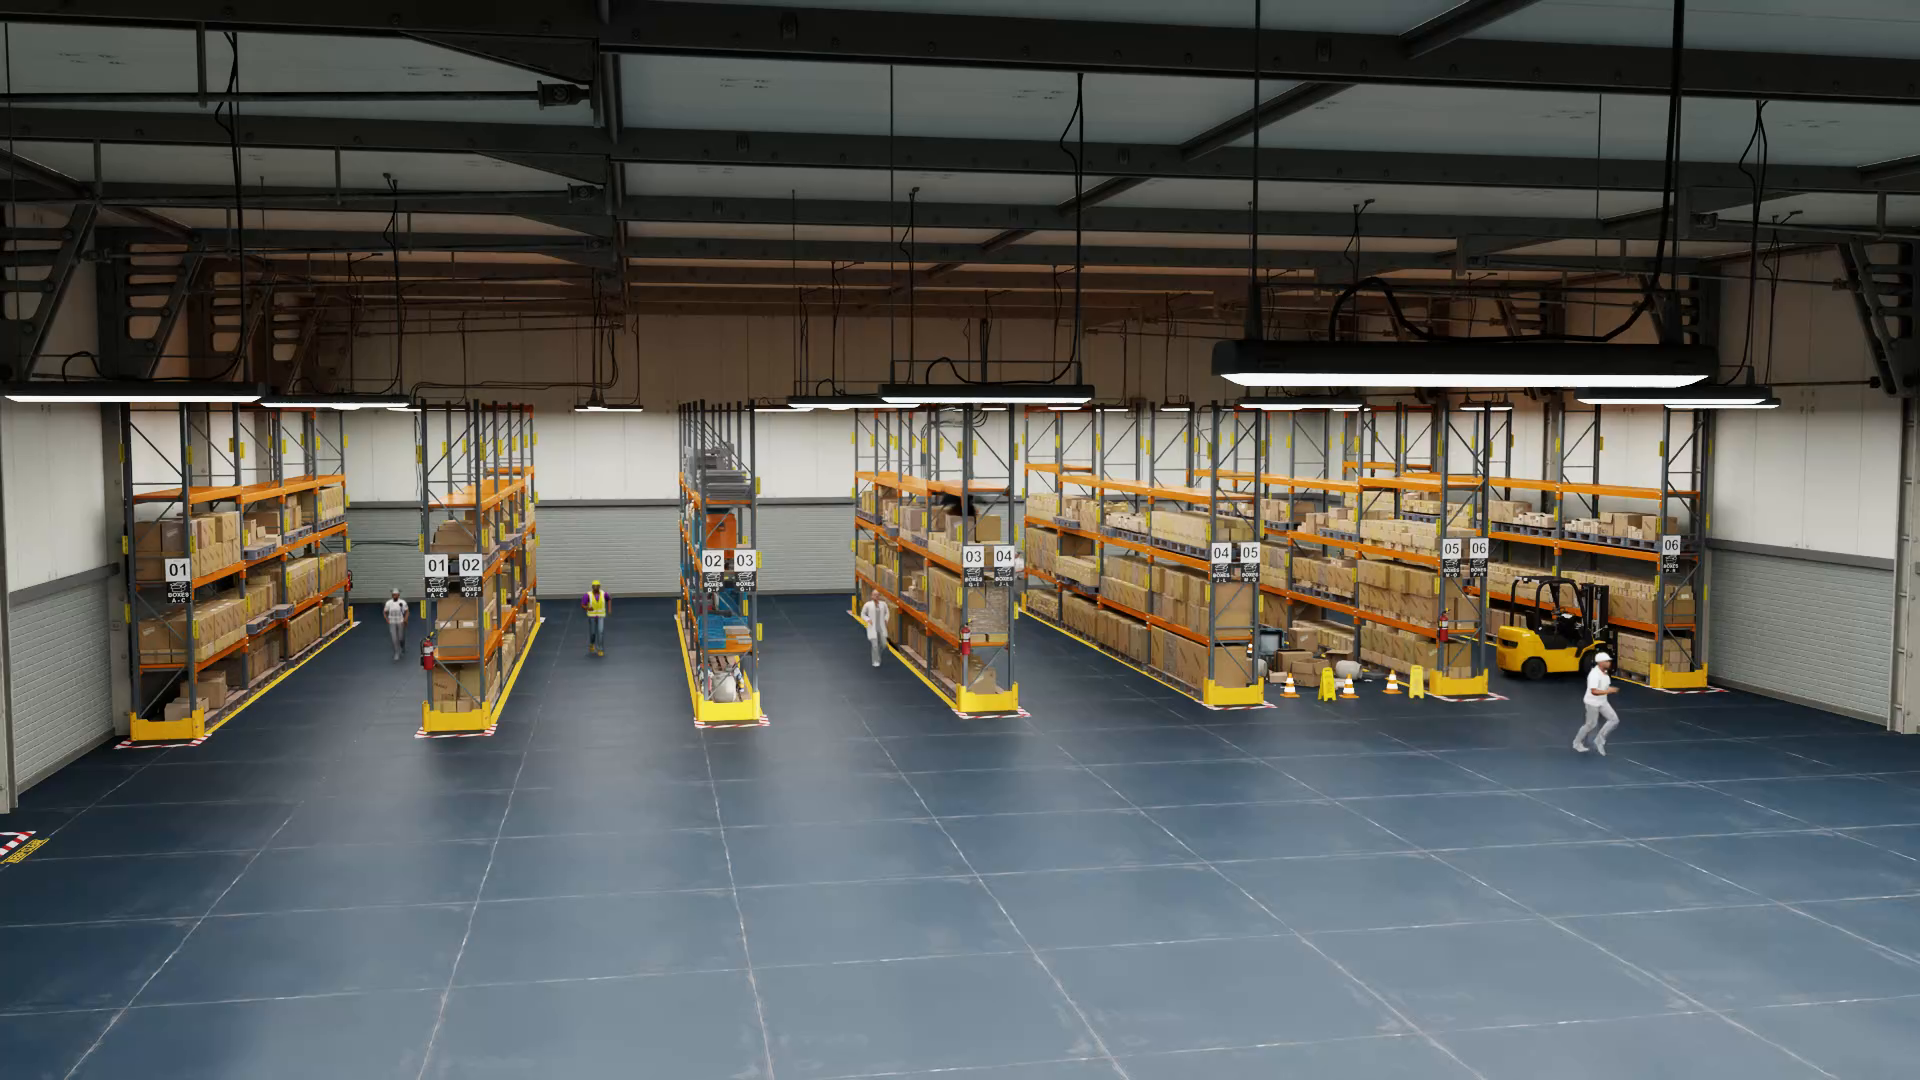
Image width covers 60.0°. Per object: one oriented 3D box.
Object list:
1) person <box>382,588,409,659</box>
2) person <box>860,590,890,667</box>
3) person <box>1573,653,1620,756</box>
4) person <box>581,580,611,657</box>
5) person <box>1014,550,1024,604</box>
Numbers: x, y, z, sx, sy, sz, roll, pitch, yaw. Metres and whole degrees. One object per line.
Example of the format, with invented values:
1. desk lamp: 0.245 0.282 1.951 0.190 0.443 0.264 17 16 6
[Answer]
1. person: -13.244 1.956 39.034 0.591 1.666 0.514 -1 4 -16
2. person: -1.899 2.010 37.778 0.705 1.718 0.661 -1 5 -18
3. person: 10.671 2.744 27.837 0.804 1.747 0.733 4 6 43
4. person: -8.668 1.845 39.646 0.723 1.795 0.864 -1 5 -18
5. person: 1.729 1.160 49.643 0.801 1.778 0.784 -2 5 -20
